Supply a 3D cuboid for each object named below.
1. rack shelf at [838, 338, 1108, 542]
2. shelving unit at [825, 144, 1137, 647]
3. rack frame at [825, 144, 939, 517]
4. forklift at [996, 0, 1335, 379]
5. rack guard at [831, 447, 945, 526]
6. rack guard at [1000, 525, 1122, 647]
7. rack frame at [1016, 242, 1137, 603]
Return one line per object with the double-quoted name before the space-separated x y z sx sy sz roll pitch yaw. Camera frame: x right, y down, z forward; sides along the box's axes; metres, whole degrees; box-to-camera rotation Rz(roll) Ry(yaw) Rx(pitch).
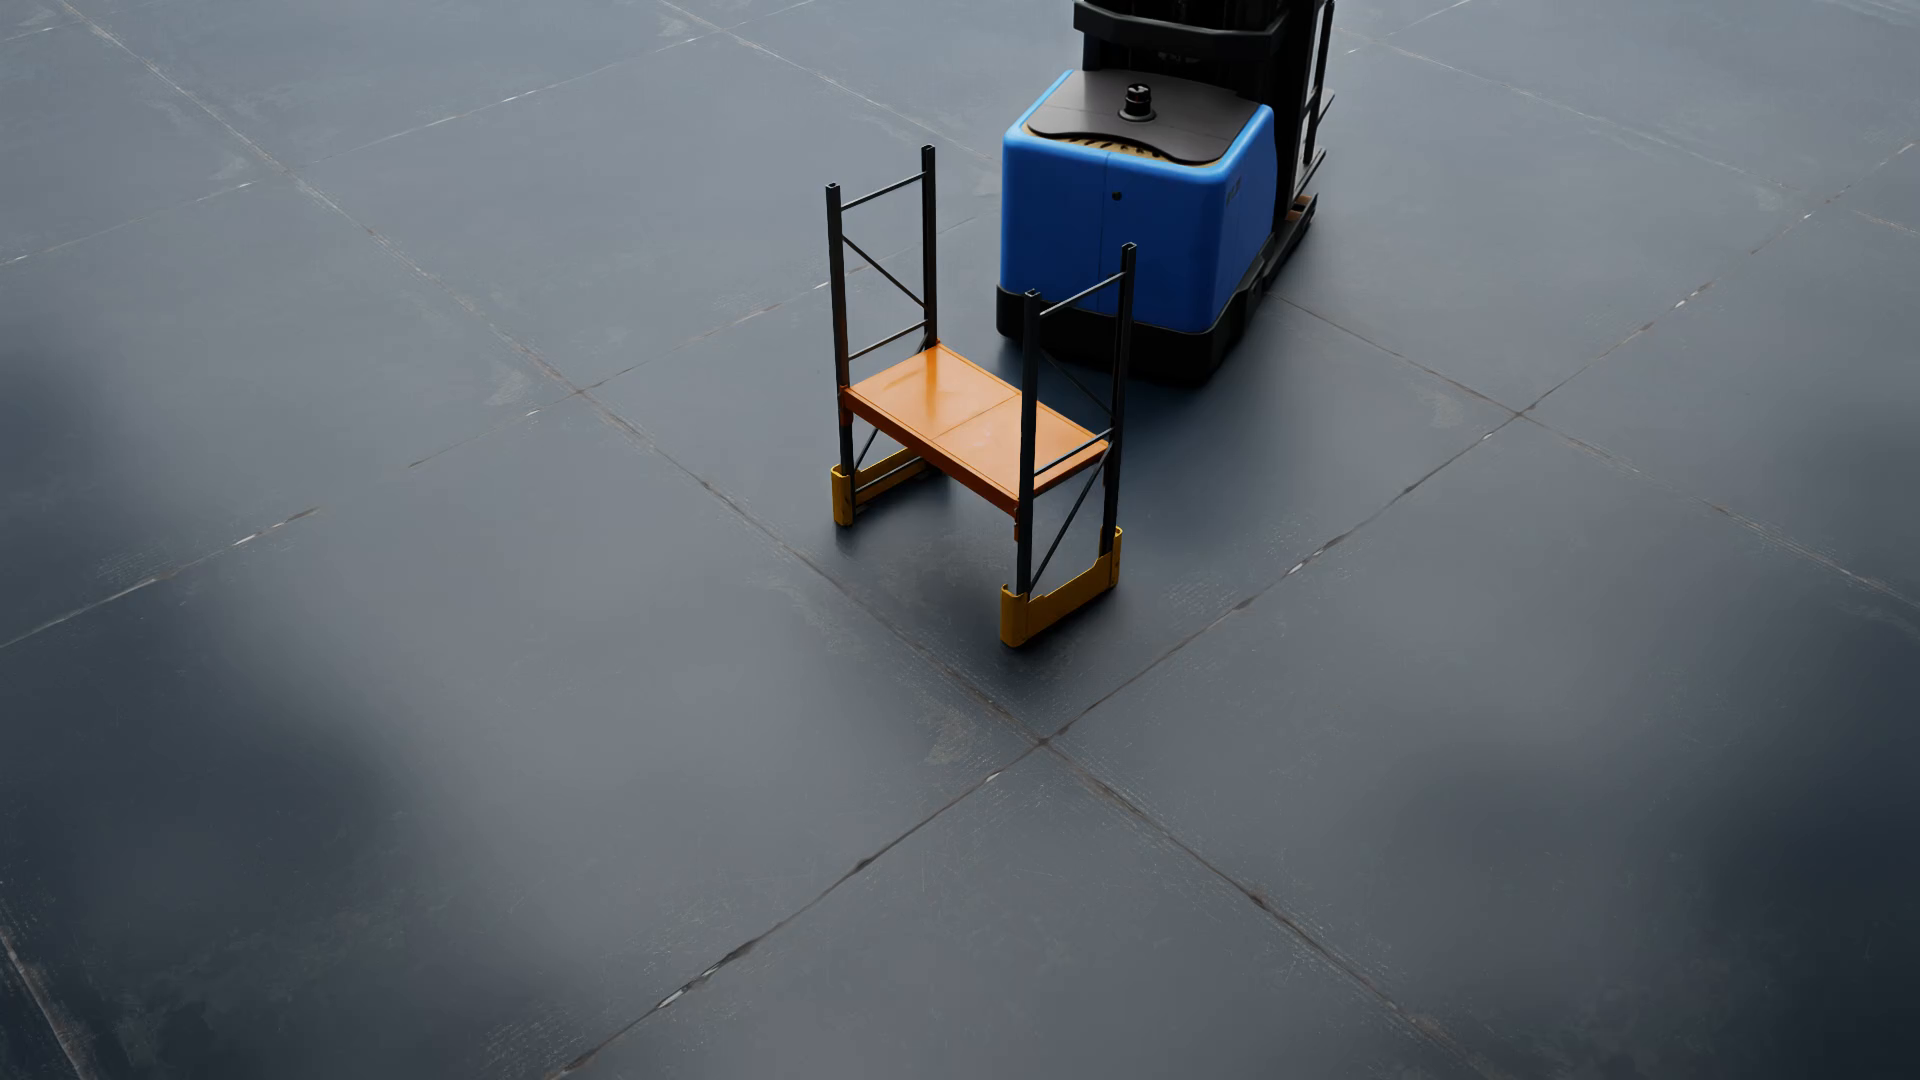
"rack shelf" 0.058 -0.404 6.343 0.538 0.185 1.000 -30 48 -32
"shelving unit" 0.052 -0.548 6.235 0.587 1.500 1.083 -30 48 -32
"rack frame" -0.286 -0.779 6.521 0.500 1.500 0.032 -30 48 -32
"forklift" 1.238 -2.792 7.874 1.130 2.935 3.031 16 42 19
"rack guard" -0.285 -0.292 6.913 0.587 0.250 0.087 -30 48 -32
"rack guard" 0.388 0.169 6.342 0.587 0.250 0.087 -30 48 -32
"rack frame" 0.402 -0.309 5.939 0.500 1.500 0.032 -30 48 -32
